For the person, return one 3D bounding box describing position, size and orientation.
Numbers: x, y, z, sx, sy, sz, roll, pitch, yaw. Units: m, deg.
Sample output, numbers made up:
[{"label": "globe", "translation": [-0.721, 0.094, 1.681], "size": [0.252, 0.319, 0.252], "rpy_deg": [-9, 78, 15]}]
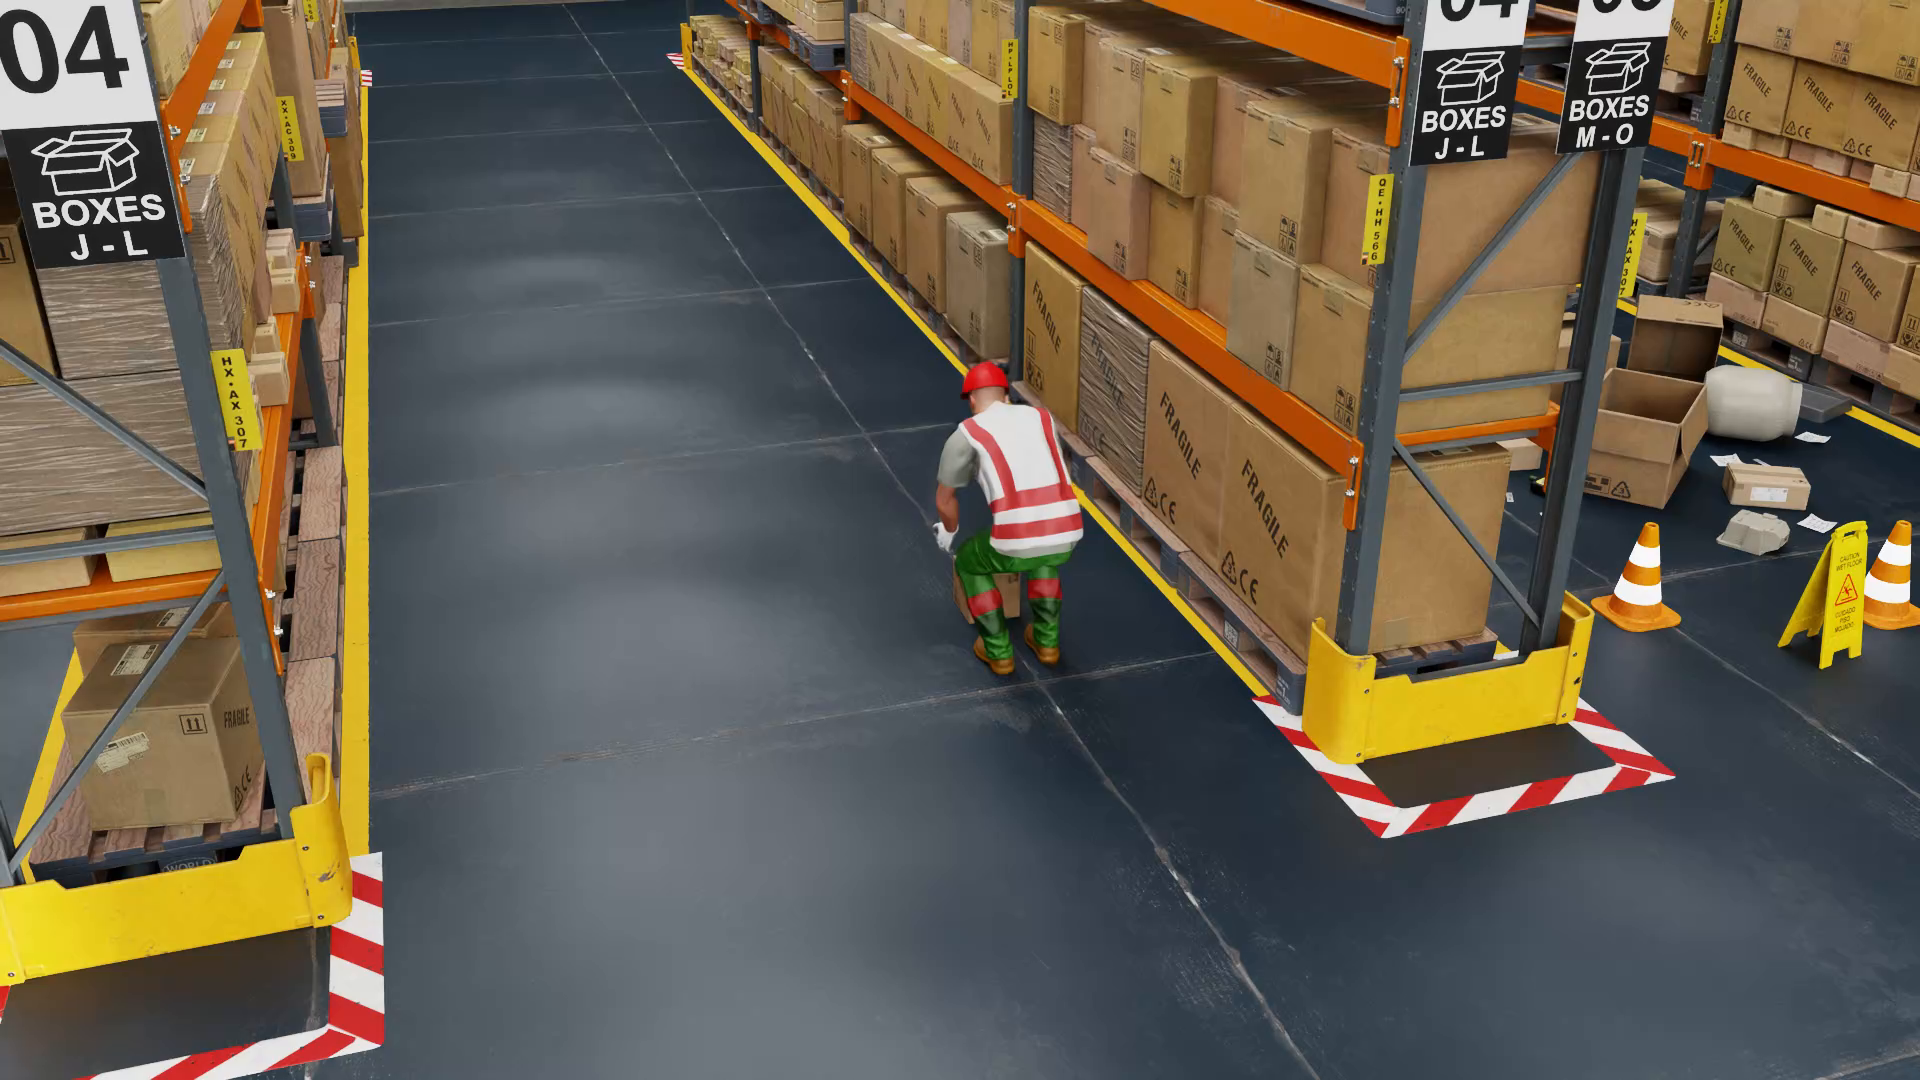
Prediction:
[{"label": "person", "translation": [0.194, -0.055, 7.482], "size": [0.501, 1.095, 0.965], "rpy_deg": [-9, 28, -18]}]
